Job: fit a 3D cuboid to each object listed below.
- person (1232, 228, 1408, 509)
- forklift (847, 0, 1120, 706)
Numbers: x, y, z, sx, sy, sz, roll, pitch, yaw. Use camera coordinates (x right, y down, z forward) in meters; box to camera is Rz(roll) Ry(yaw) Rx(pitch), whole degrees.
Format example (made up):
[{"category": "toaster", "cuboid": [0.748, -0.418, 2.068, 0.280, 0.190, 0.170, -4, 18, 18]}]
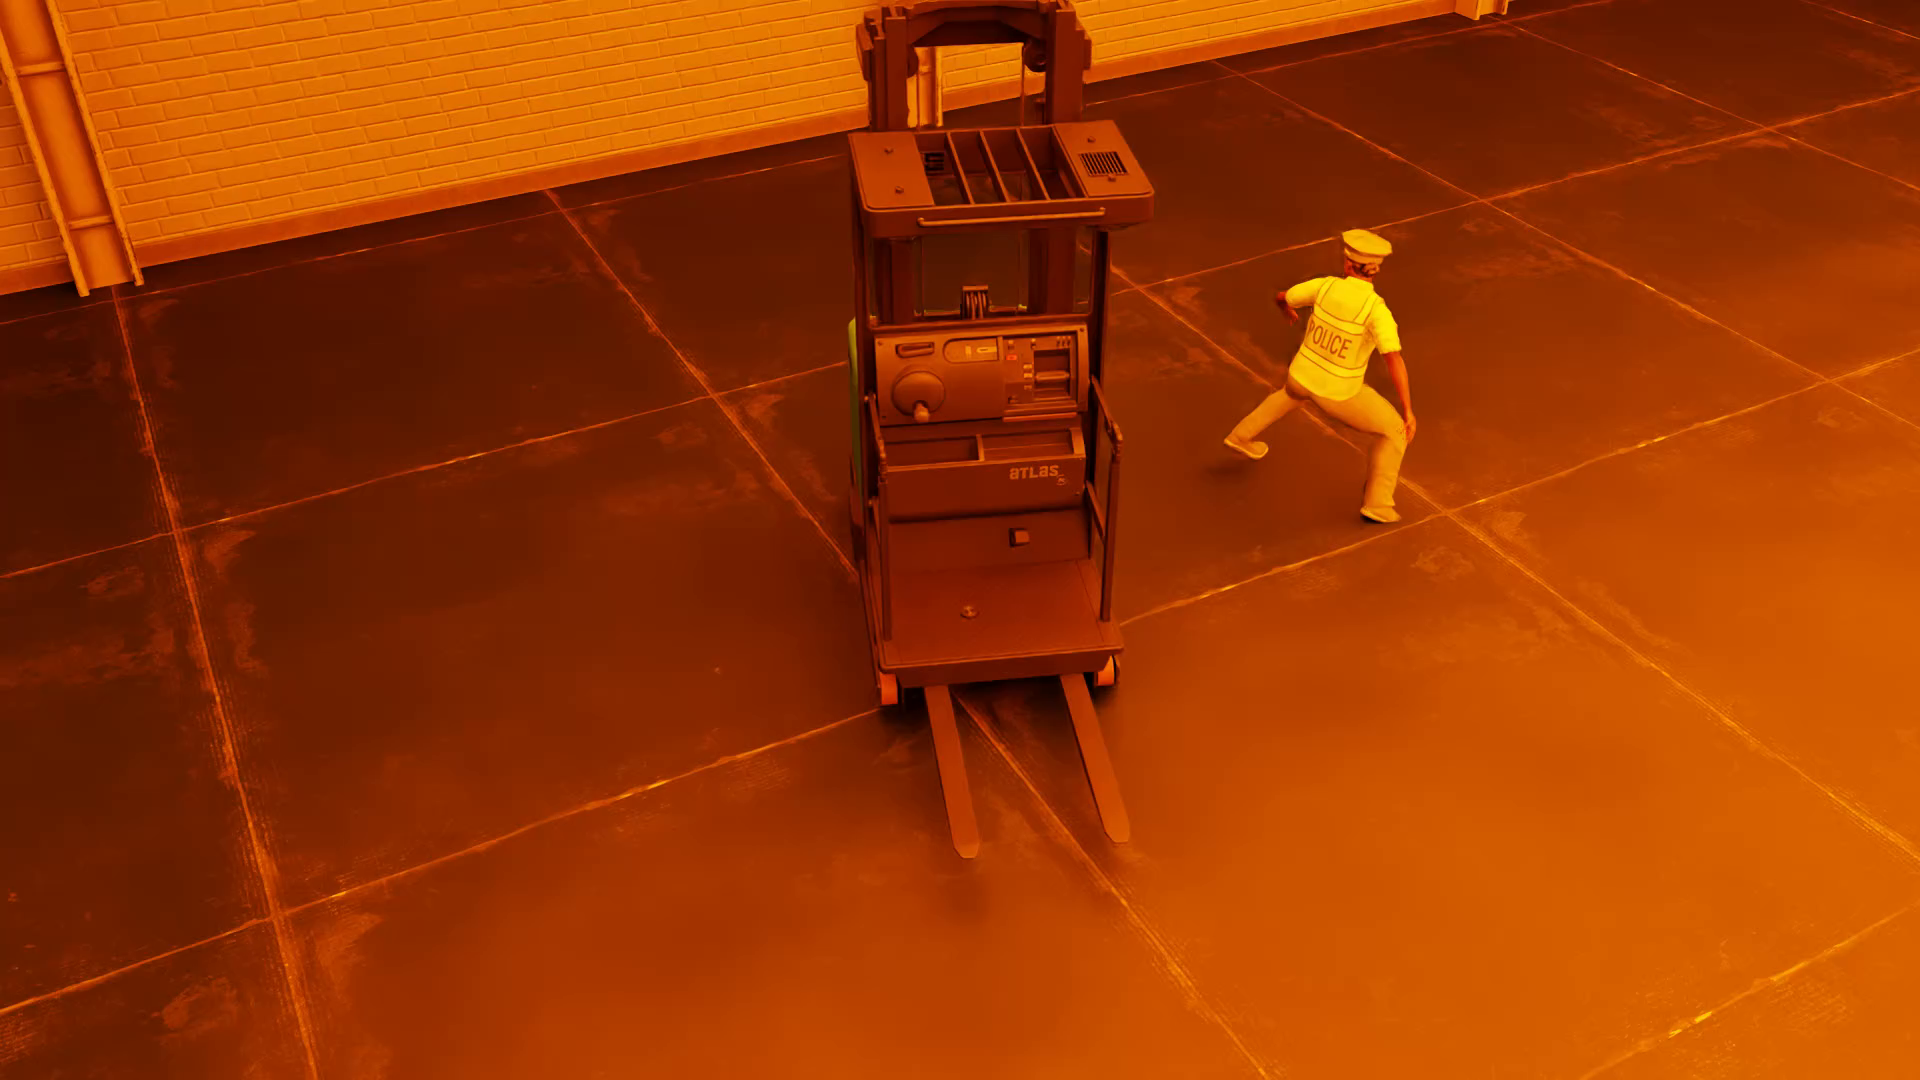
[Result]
[{"category": "person", "cuboid": [1.919, -0.914, 8.597, 0.463, 1.428, 0.901, -26, 43, -31]}, {"category": "forklift", "cuboid": [0.129, -0.659, 7.055, 1.130, 2.935, 3.031, -5, 36, -6]}]
